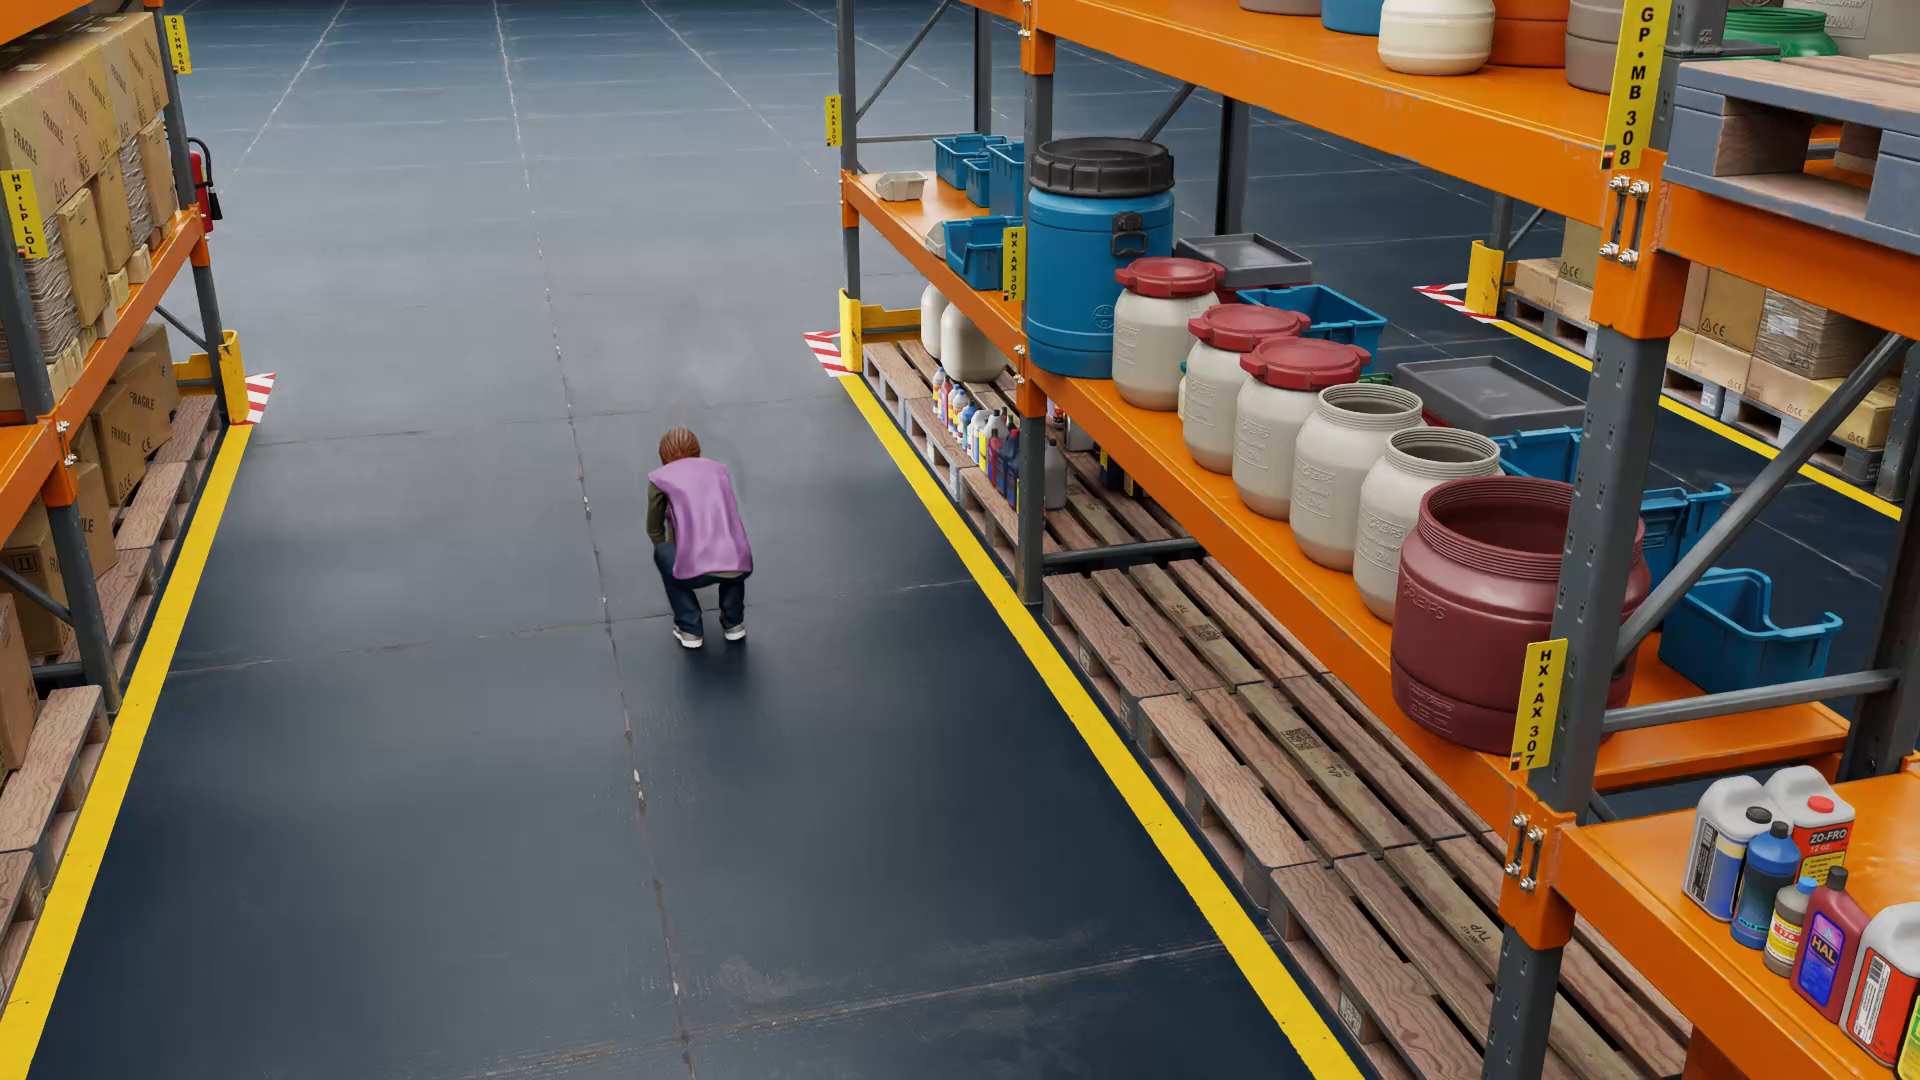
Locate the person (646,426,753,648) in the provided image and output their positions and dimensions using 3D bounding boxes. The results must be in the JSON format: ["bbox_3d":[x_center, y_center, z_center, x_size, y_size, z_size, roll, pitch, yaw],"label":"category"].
[{"bbox_3d":[-1.178,-0.010,7.527,0.438,0.894,0.811,-6,24,-14],"label":"person"}]
